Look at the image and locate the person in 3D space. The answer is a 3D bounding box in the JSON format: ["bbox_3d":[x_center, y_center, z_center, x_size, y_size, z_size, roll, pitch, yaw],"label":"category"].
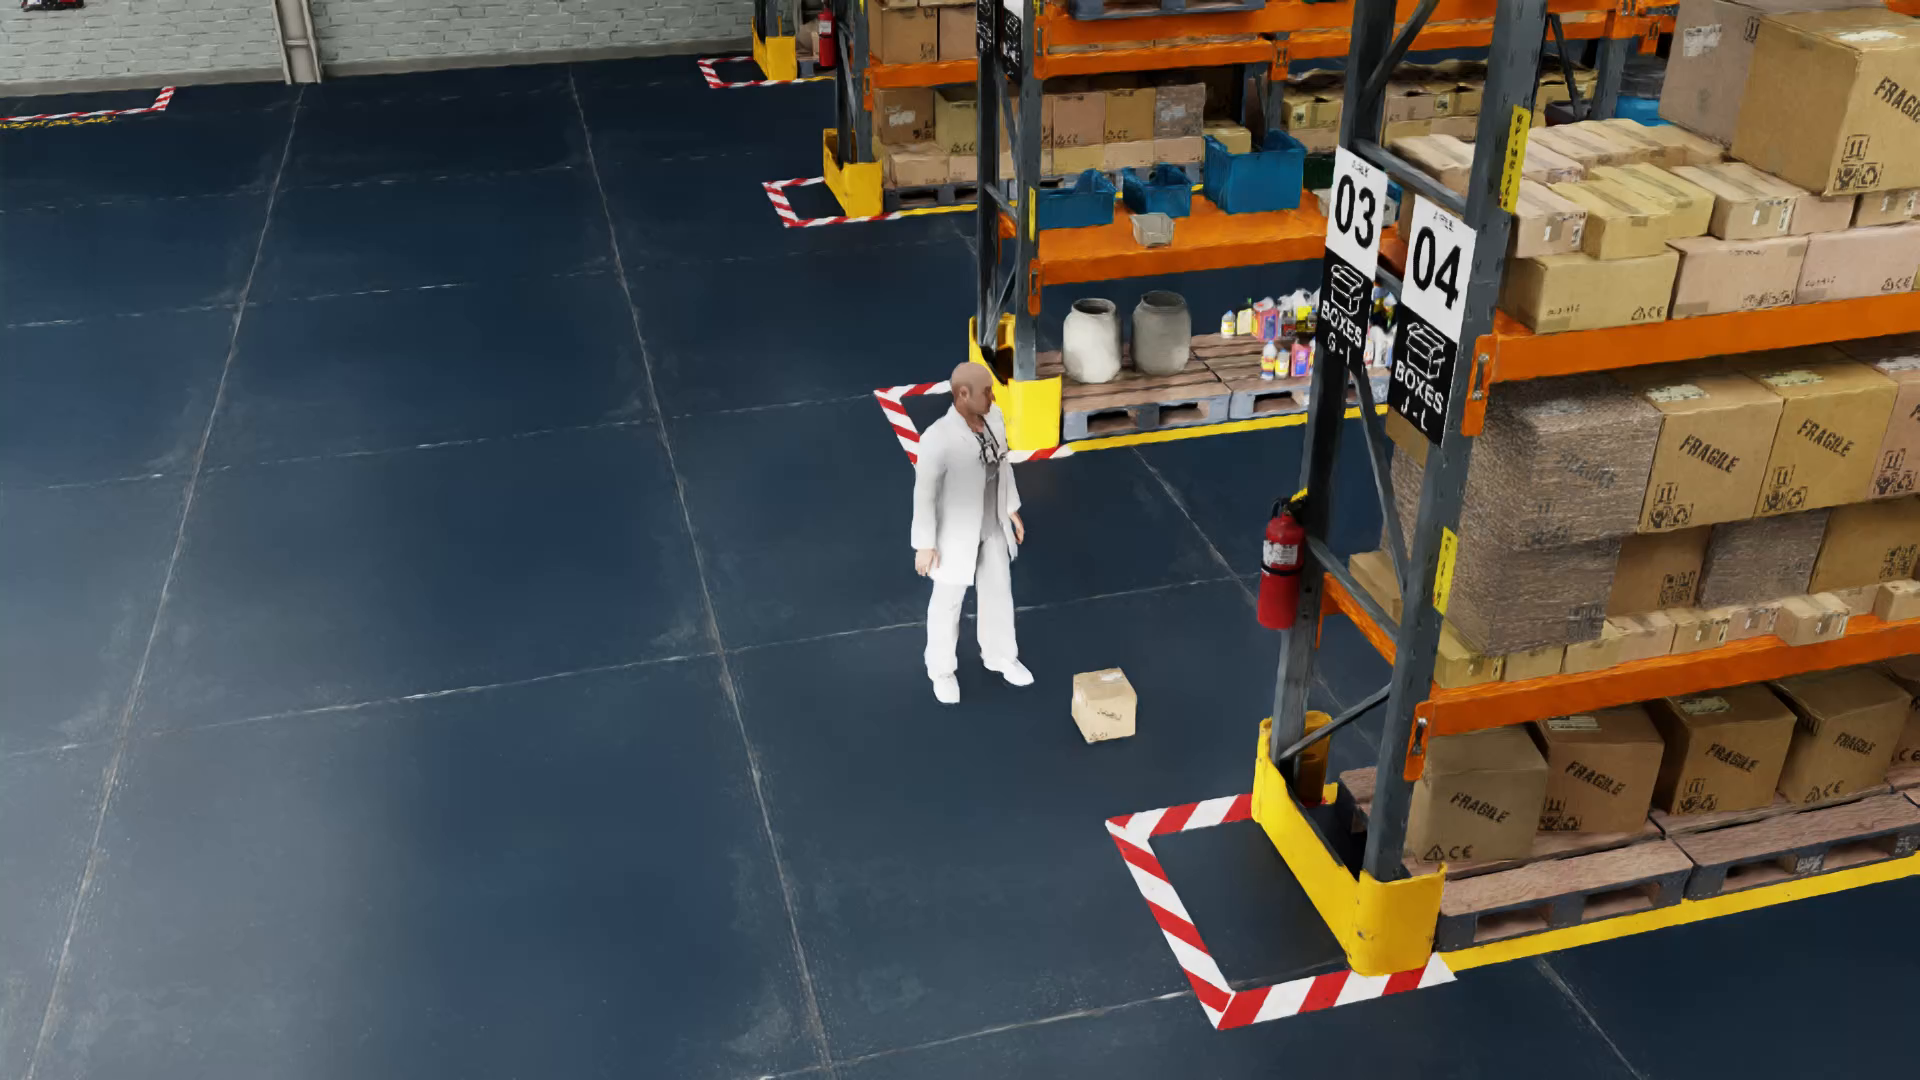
[{"bbox_3d":[0.087,-0.022,8.245,0.546,1.788,0.644,26,39,37],"label":"person"}]
